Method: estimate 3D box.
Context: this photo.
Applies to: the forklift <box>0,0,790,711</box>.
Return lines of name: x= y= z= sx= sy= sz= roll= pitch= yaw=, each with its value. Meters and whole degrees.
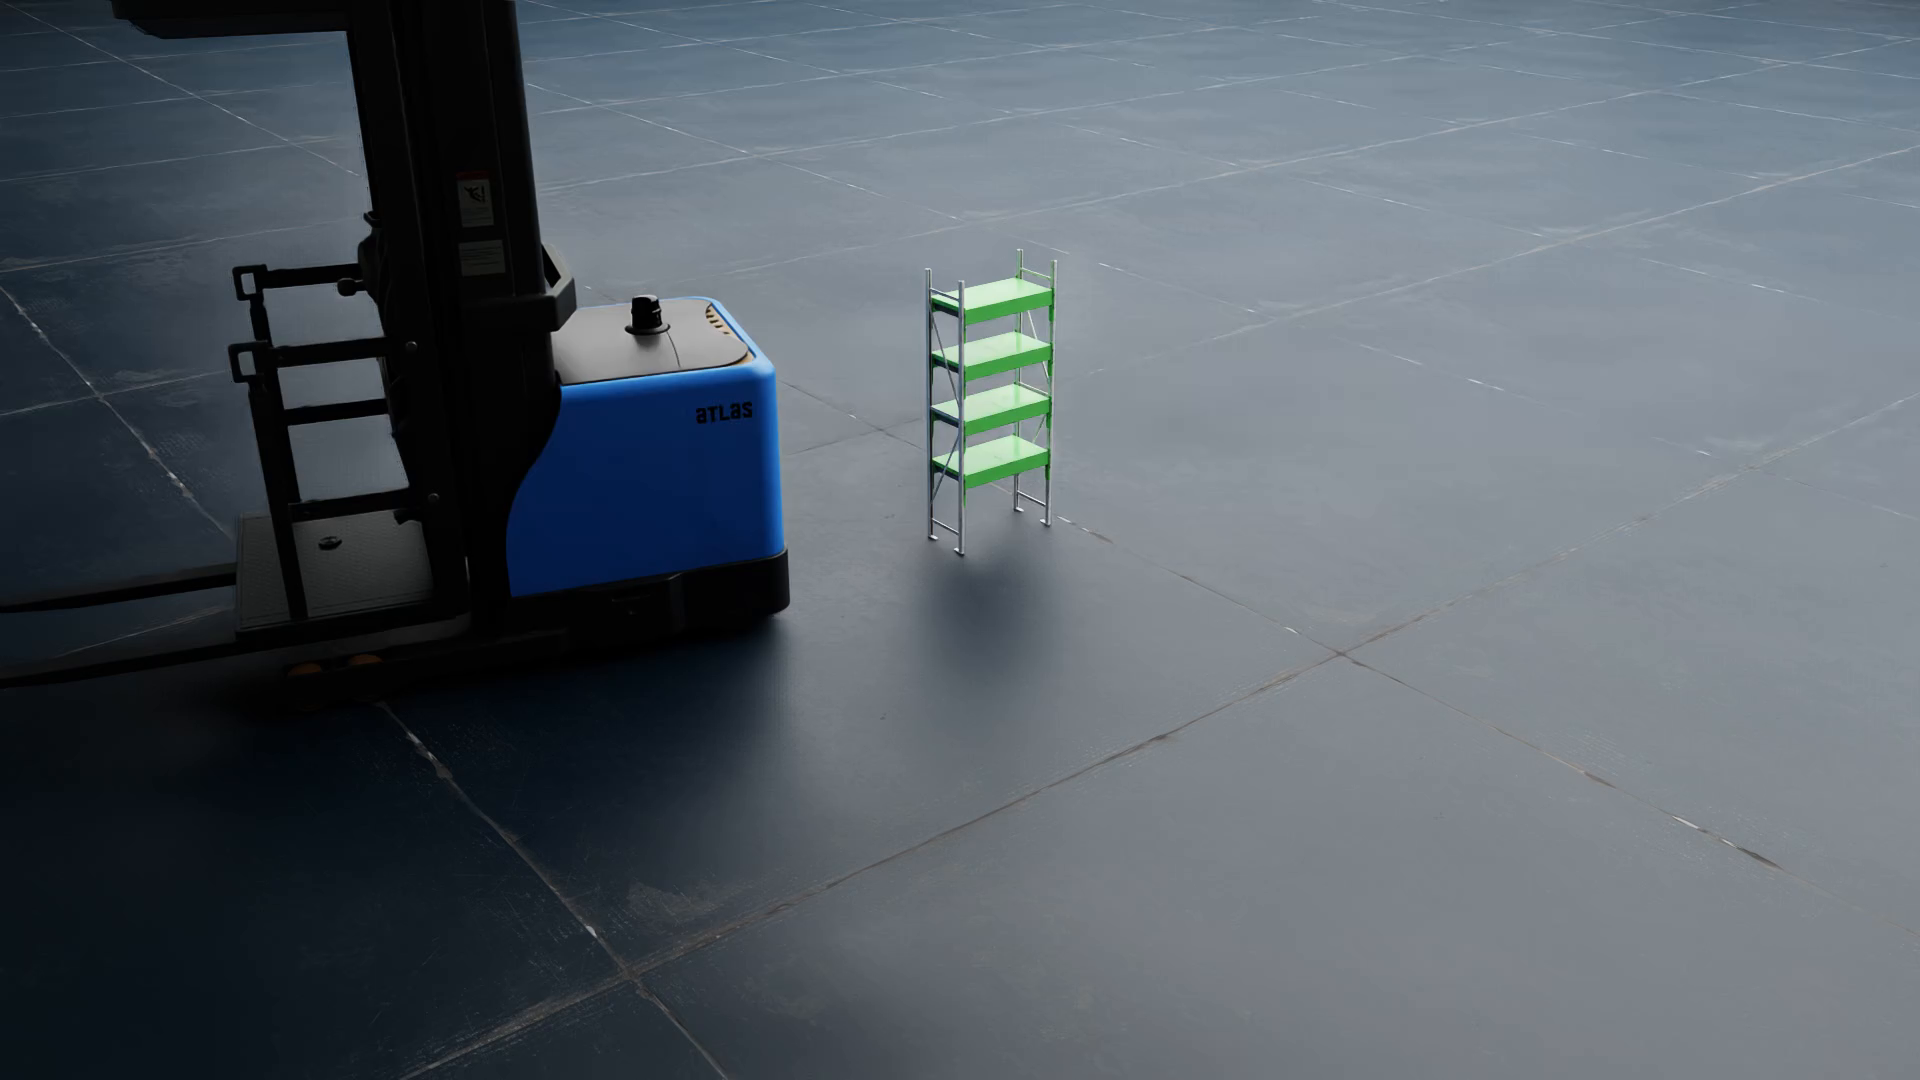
forklift: x=-2.240 y=-0.970 z=5.858 sx=3.031 sy=2.935 sz=1.130 roll=-9 pitch=26 yaw=-19

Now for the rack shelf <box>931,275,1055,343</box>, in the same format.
rack shelf: x=0.130 y=-0.965 z=6.915 sx=0.480 sy=0.148 sz=0.258 roll=-18 pitch=31 yaw=-34

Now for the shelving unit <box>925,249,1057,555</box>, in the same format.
shelving unit: x=0.130 y=-0.587 z=7.090 sx=0.503 sy=1.200 sz=0.258 roll=-18 pitch=31 yaw=-34

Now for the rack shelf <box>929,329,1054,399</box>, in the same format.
rack shelf: x=0.130 y=-0.747 z=7.016 sx=0.480 sy=0.148 sz=0.258 roll=-18 pitch=31 yaw=-34

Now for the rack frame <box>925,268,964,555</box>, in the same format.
rack frame: x=-0.062 y=-0.524 z=6.953 sx=0.015 sy=1.200 sz=0.240 roll=-18 pitch=31 yaw=-34

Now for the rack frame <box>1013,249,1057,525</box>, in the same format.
rack frame: x=0.322 y=-0.651 z=7.227 sx=0.015 sy=1.200 sz=0.240 roll=-18 pitch=31 yaw=-34

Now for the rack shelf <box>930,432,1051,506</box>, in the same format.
rack shelf: x=0.130 y=-0.312 z=7.218 sx=0.480 sy=0.148 sz=0.258 roll=-18 pitch=31 yaw=-34

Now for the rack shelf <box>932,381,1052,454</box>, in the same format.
rack shelf: x=0.130 y=-0.529 z=7.117 sx=0.480 sy=0.148 sz=0.258 roll=-18 pitch=31 yaw=-34
